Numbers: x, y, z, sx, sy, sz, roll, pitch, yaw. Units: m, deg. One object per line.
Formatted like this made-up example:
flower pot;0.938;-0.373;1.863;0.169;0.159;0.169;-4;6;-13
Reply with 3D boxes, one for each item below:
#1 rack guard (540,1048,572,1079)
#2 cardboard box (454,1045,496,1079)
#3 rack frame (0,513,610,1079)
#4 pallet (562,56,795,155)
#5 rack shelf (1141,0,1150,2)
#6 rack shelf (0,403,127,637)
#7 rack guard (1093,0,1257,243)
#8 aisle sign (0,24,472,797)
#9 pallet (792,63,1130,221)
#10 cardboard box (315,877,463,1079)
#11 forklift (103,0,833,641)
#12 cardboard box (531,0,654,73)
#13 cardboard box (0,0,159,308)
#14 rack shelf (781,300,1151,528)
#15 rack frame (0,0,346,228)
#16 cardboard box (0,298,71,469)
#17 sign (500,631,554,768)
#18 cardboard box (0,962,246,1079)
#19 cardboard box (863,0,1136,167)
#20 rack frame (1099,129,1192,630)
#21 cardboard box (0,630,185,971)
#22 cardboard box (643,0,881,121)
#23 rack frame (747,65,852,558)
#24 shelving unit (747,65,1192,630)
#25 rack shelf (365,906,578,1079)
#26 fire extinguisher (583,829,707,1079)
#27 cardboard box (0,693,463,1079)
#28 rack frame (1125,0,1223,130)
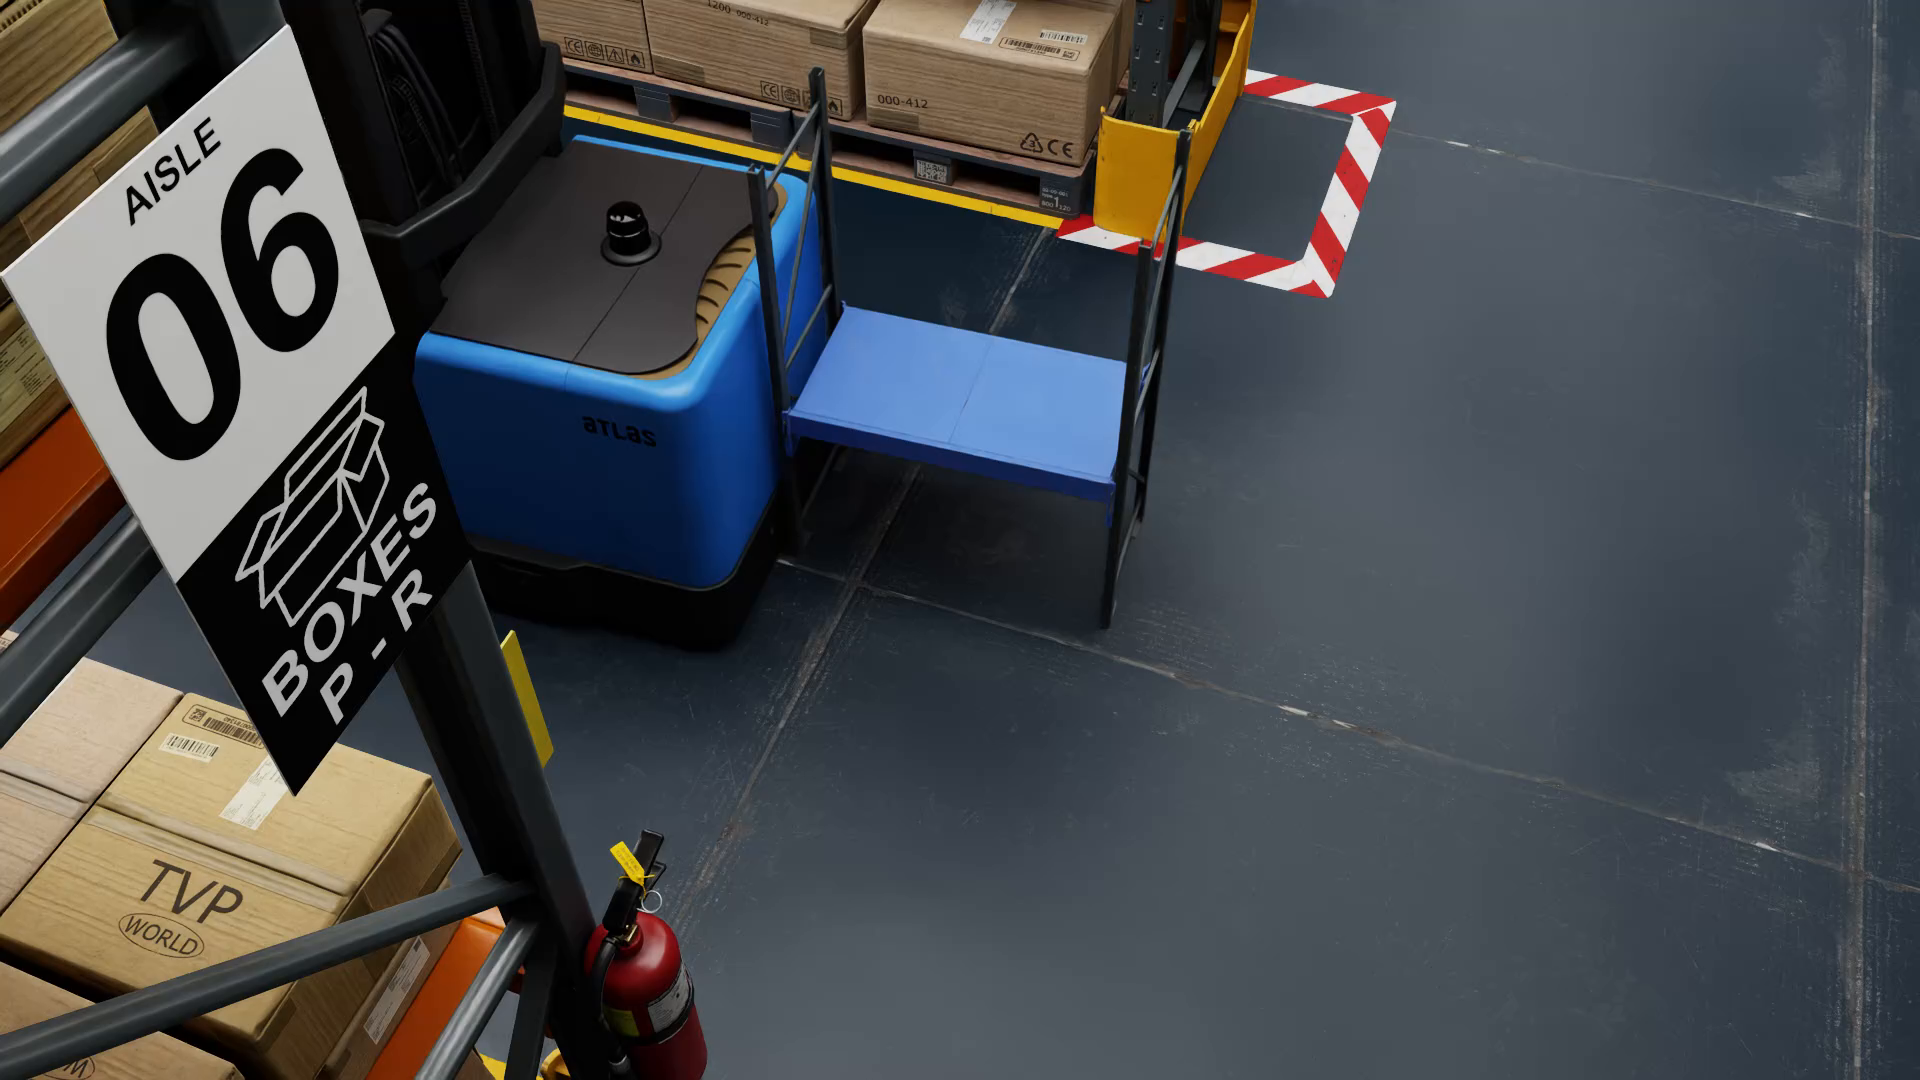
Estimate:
rack guard;-0.949;1.744;3.550;0.348;0.500;1.175;16;51;13
cardboard box;-1.419;1.398;3.570;0.637;0.503;0.797;14;51;12
rack frame;-0.878;0.945;2.589;0.127;3.000;1.000;16;51;13
pallet;-1.079;-2.136;7.104;1.213;0.211;1.003;16;51;13
rack shelf;-1.037;-2.863;6.365;4.000;0.370;1.077;16;51;13
rack shelf;-2.754;-0.326;2.181;4.000;0.370;1.077;16;51;13
rack guard;0.861;-1.750;6.578;0.348;0.500;1.175;16;51;13
aisle sign;-0.712;-0.097;1.771;0.004;0.787;0.394;16;51;13
pallet;0.062;-1.815;6.826;1.213;0.211;1.003;16;51;13
cardboard box;-1.091;0.747;2.927;0.250;0.149;0.380;15;51;13
forklift;-1.985;-1.299;4.579;3.031;2.935;1.130;13;50;11
cardboard box;-1.522;-2.446;6.945;0.875;0.438;0.875;14;51;12
cardboard box;-1.199;-0.396;1.668;0.500;0.250;0.500;15;51;13
rack shelf;0.032;-0.390;4.976;1.000;0.185;0.538;13;50;11
rack frame;-0.878;-1.020;0.322;0.127;3.000;1.000;16;51;13
cardboard box;-1.096;-0.204;1.765;0.250;0.149;0.380;17;51;14
sign;-0.690;0.277;2.595;0.005;0.325;0.100;16;51;13
cardboard box;-1.401;0.964;2.474;0.500;0.250;0.500;17;51;14
cardboard box;0.185;-1.975;6.537;0.875;0.438;0.875;14;51;12
rack frame;0.518;-0.397;4.744;0.032;1.500;0.500;13;50;11
cardboard box;-1.683;0.455;2.916;0.500;0.250;0.500;16;51;14
cardboard box;-0.676;-2.209;6.739;0.875;0.438;0.875;17;51;14
rack frame;-0.455;-0.618;4.936;0.032;1.500;0.500;13;50;11
shelving unit;0.032;-0.507;4.840;1.048;1.500;0.538;13;50;11
rack shelf;-2.754;0.657;3.314;4.000;0.370;1.077;16;51;13
fire extinguisher;-0.580;0.803;3.009;0.183;0.674;0.296;16;51;13
cardboard box;-1.210;0.587;2.801;0.500;0.250;0.500;16;51;13
rack frame;0.839;-2.575;5.639;0.127;3.000;1.000;16;51;13
